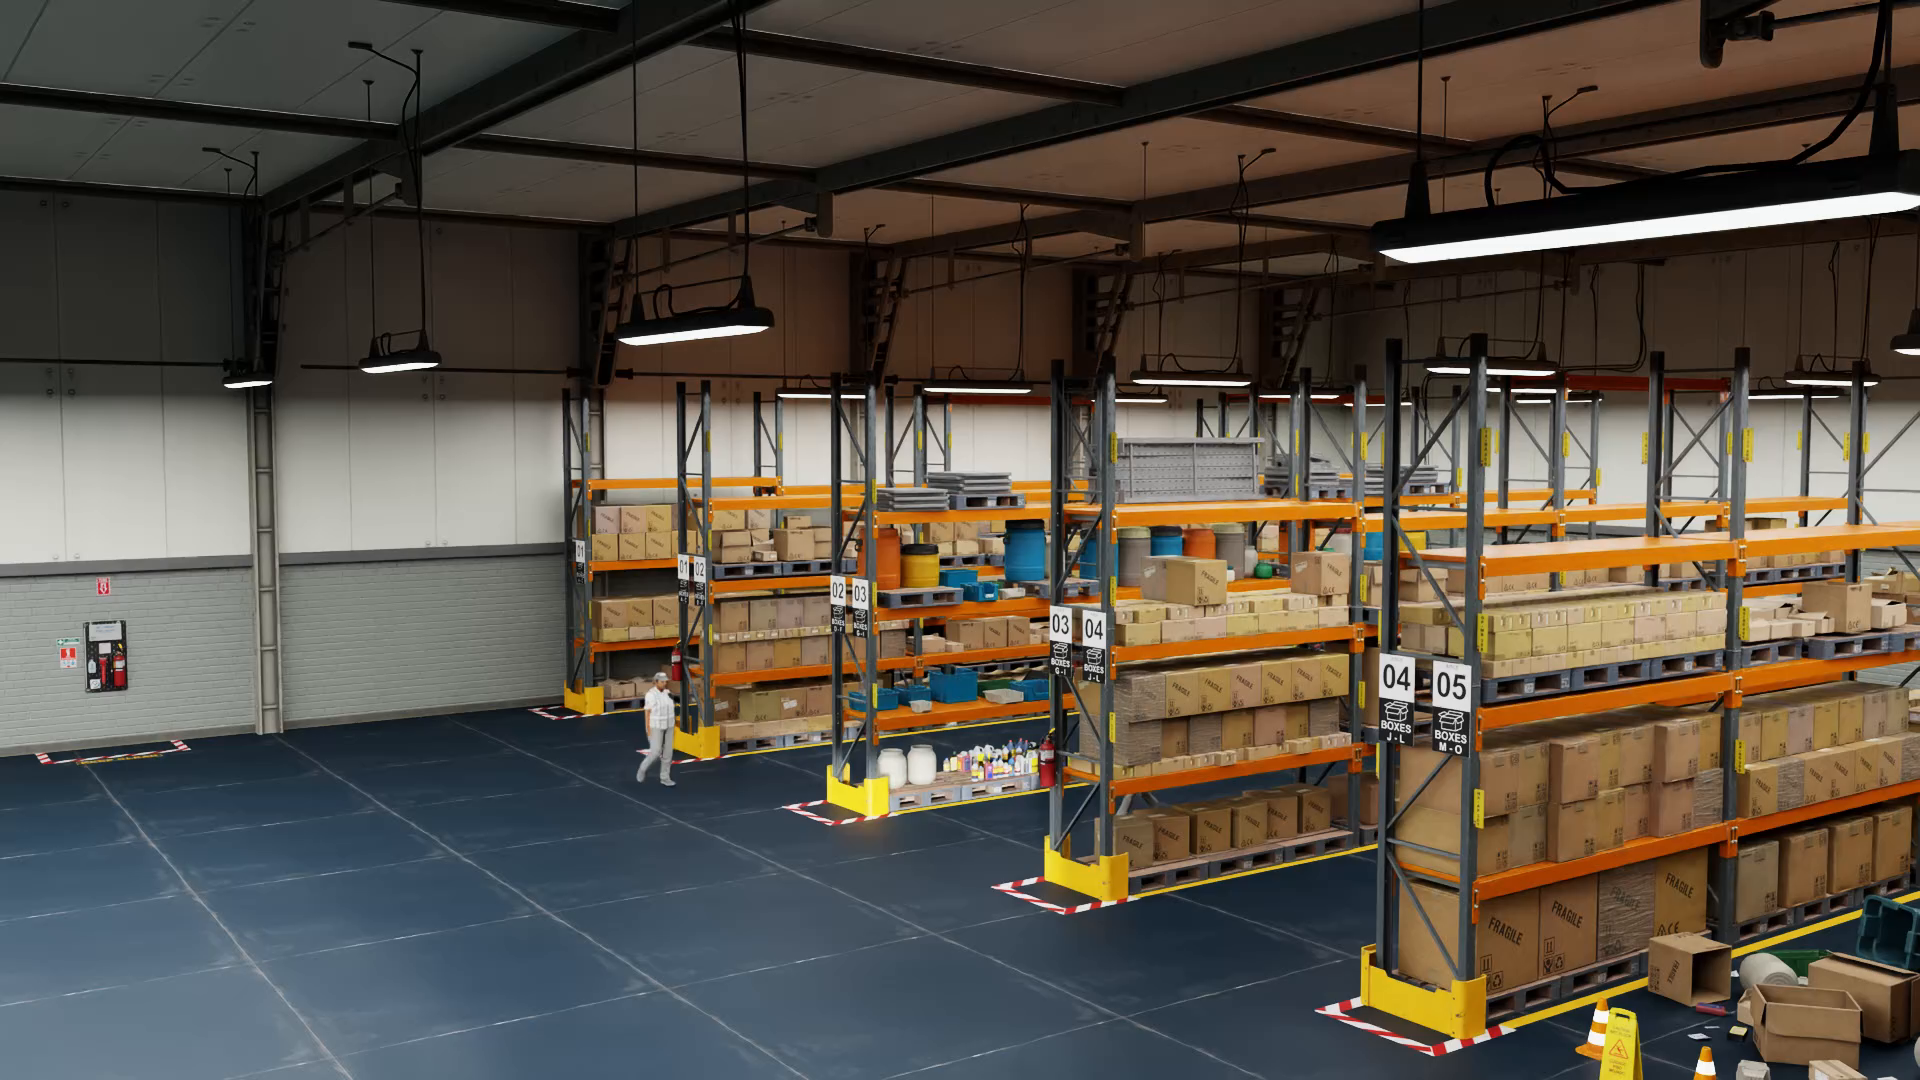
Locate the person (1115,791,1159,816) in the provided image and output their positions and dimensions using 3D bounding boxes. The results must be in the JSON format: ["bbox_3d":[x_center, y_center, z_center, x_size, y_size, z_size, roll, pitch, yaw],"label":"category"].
[{"bbox_3d":[2.211,2.996,21.482,0.970,1.545,0.448,-1,4,-9],"label":"person"}]

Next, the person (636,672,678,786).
[{"bbox_3d":[-4.427,2.758,24.361,0.547,1.655,0.518,3,5,39],"label":"person"}]
